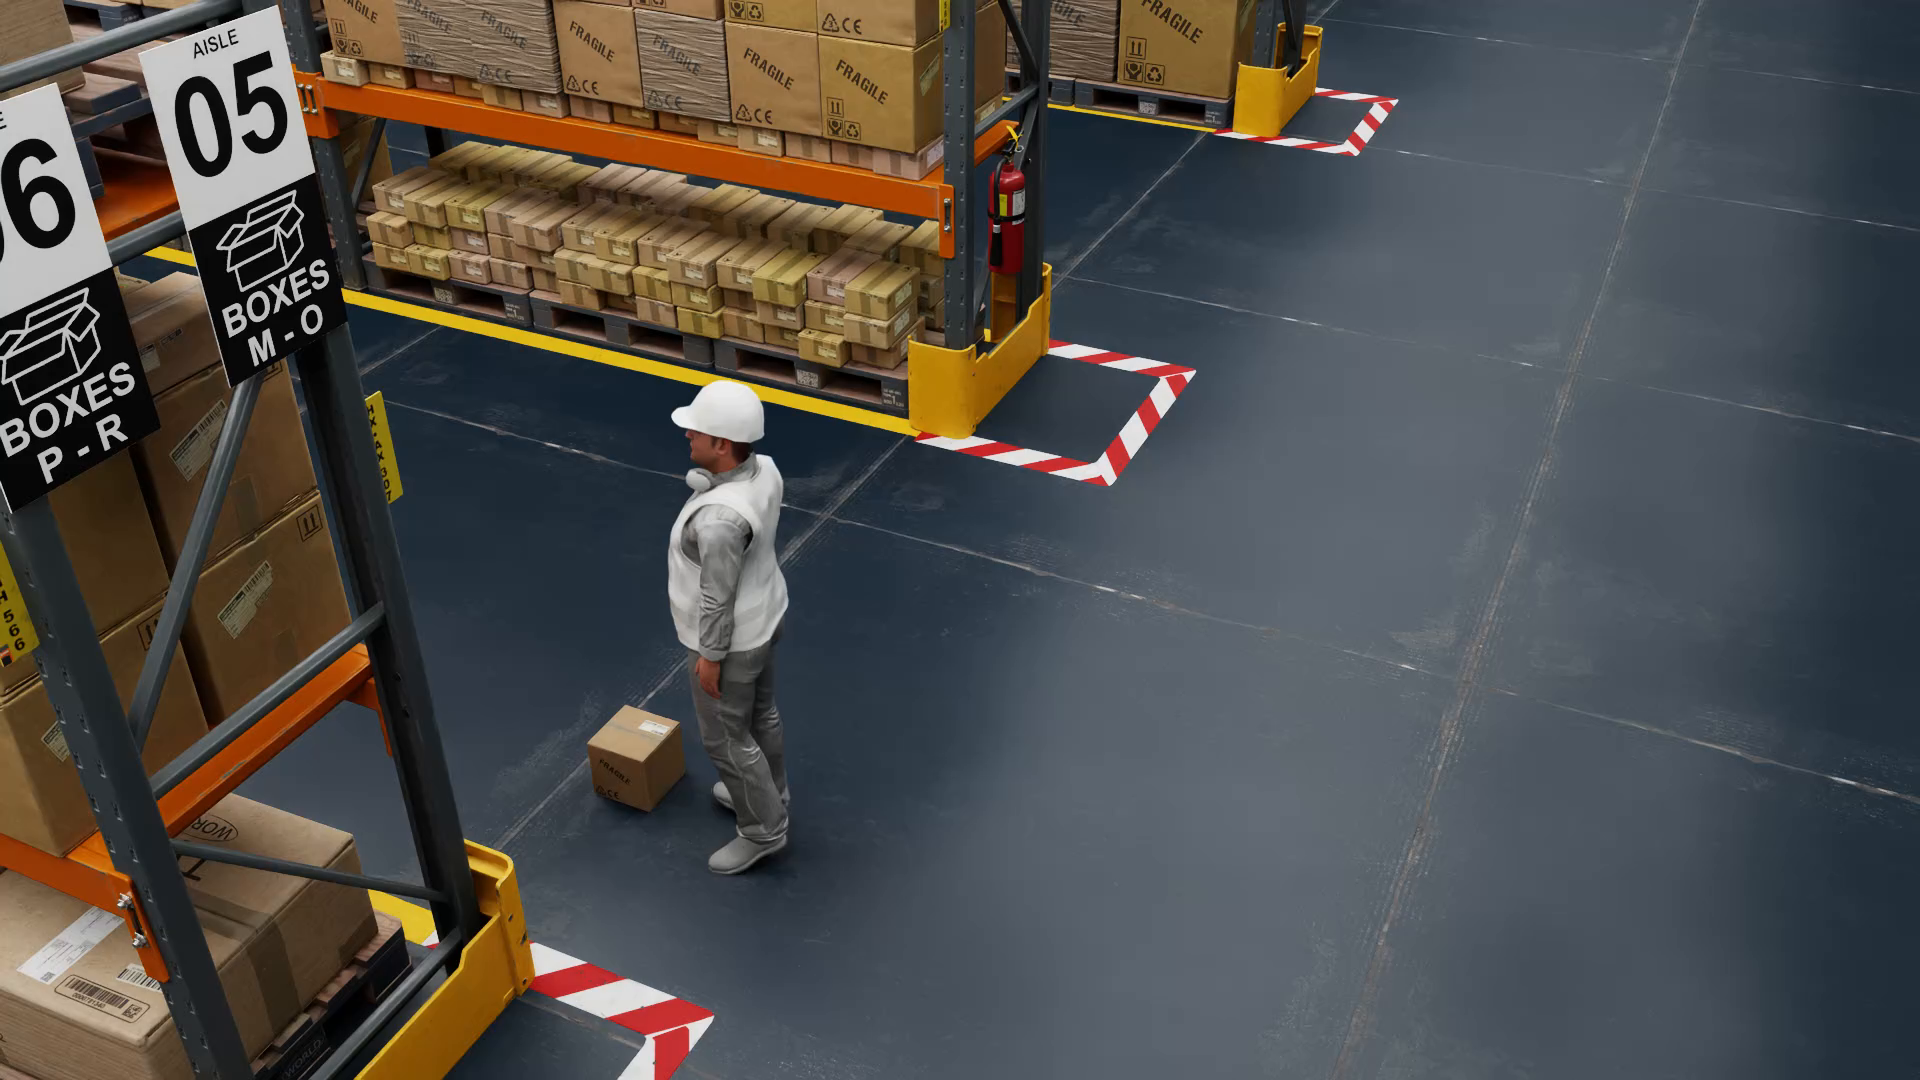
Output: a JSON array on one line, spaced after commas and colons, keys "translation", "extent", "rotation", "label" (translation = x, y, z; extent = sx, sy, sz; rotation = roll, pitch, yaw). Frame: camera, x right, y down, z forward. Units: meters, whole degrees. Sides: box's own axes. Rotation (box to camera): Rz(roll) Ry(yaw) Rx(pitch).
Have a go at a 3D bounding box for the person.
[{"translation": [-0.764, 0.295, 5.659], "extent": [0.378, 1.810, 0.582], "rotation": [7, 34, 11], "label": "person"}]
